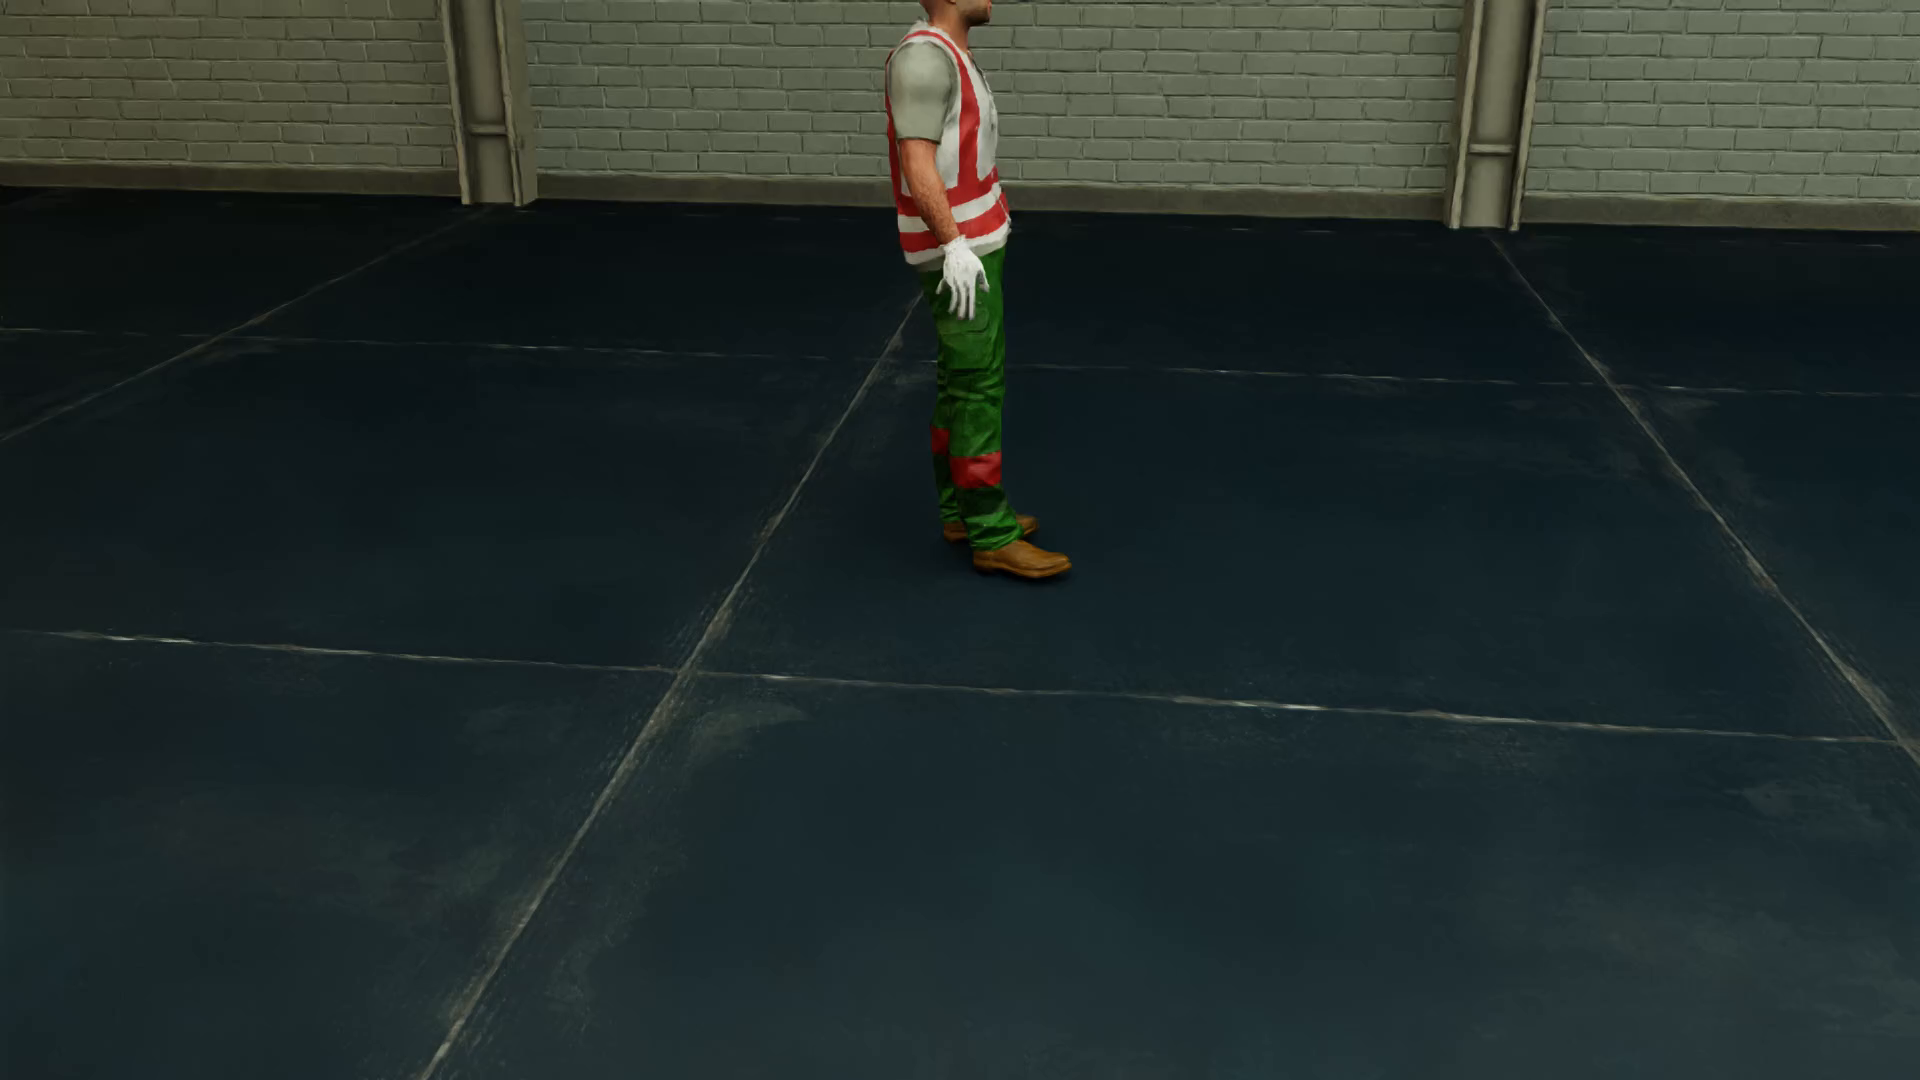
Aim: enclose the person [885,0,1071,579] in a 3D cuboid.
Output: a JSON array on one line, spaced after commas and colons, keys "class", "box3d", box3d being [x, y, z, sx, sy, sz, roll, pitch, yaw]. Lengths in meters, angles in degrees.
[{"class": "person", "box3d": [0.078, -0.829, 4.821, 0.563, 1.787, 0.637, 3, 22, 7]}]
